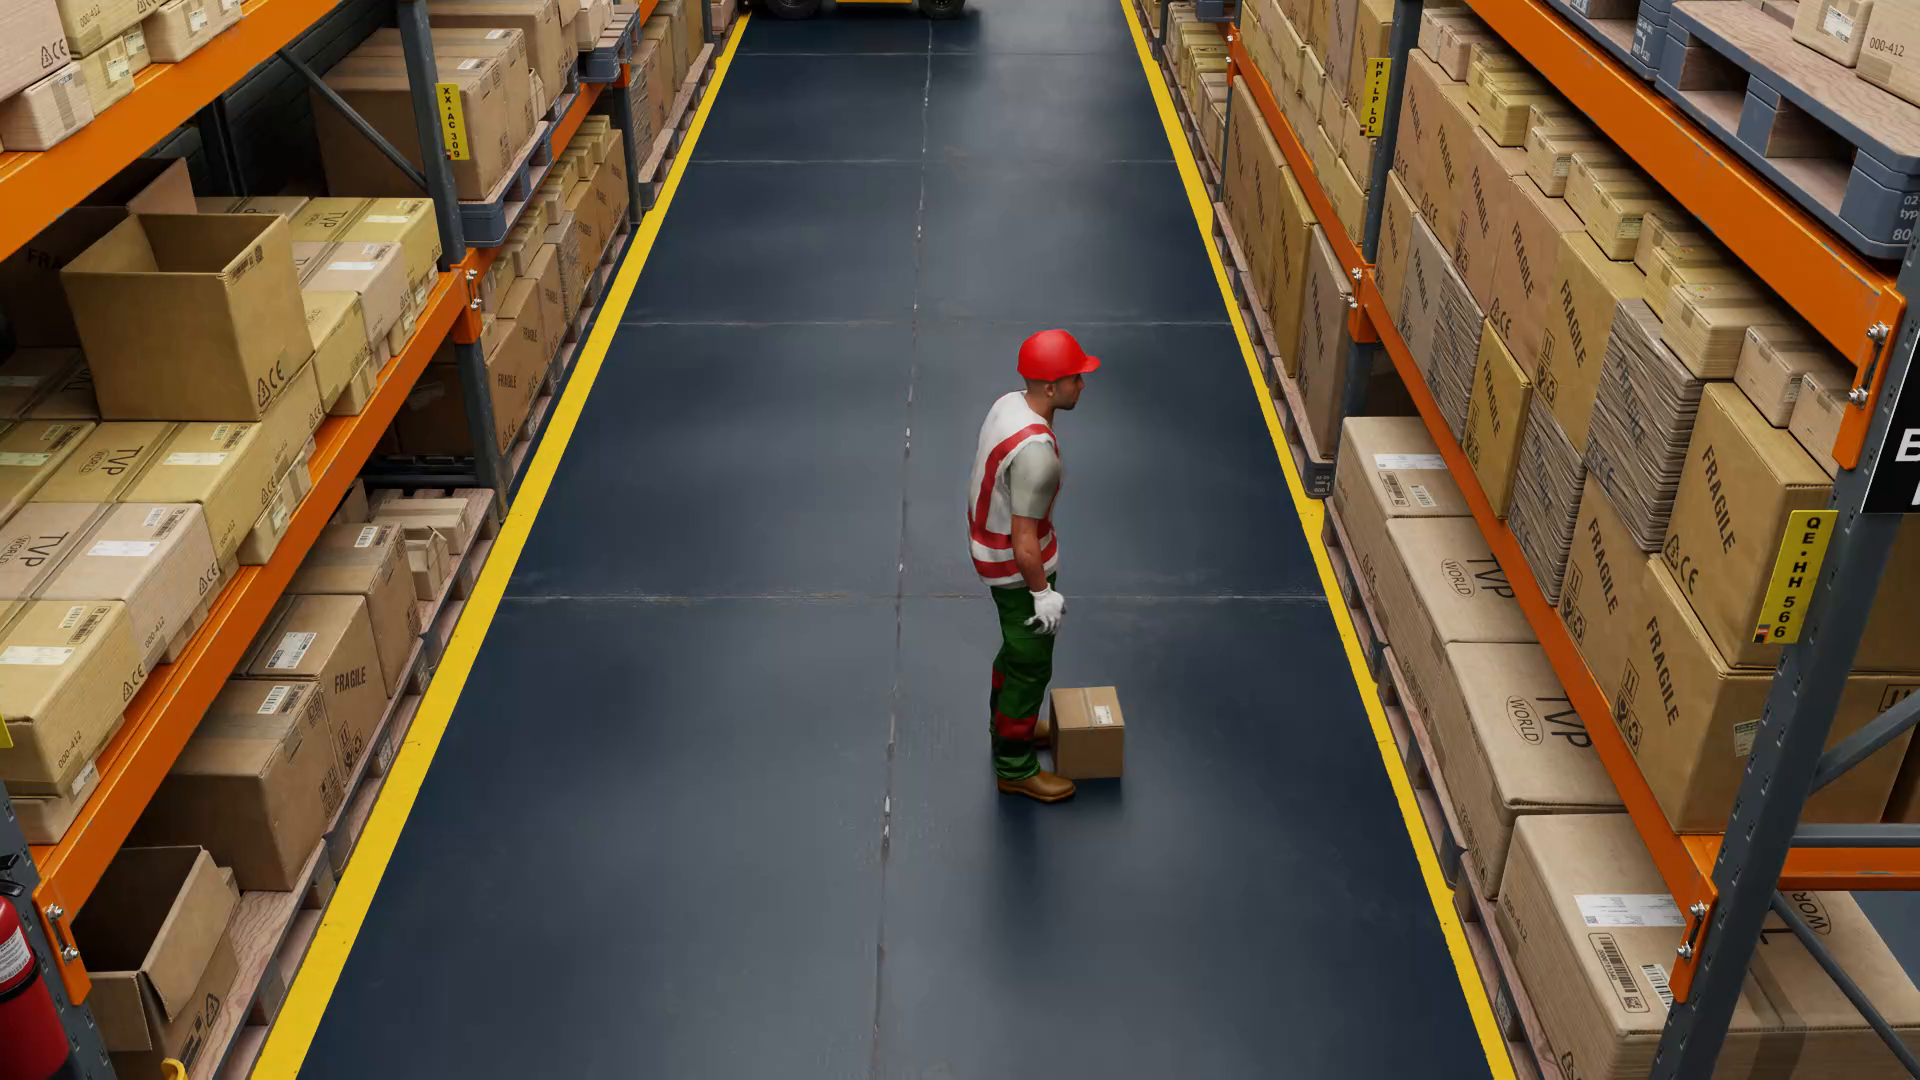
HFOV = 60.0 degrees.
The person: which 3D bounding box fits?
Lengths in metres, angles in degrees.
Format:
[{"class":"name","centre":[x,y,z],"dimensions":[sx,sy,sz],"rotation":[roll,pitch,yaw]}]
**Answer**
[{"class":"person","centre":[0.252,0.090,5.973],"dimensions":[0.452,1.778,0.611],"rotation":[-2,31,-3]}]
